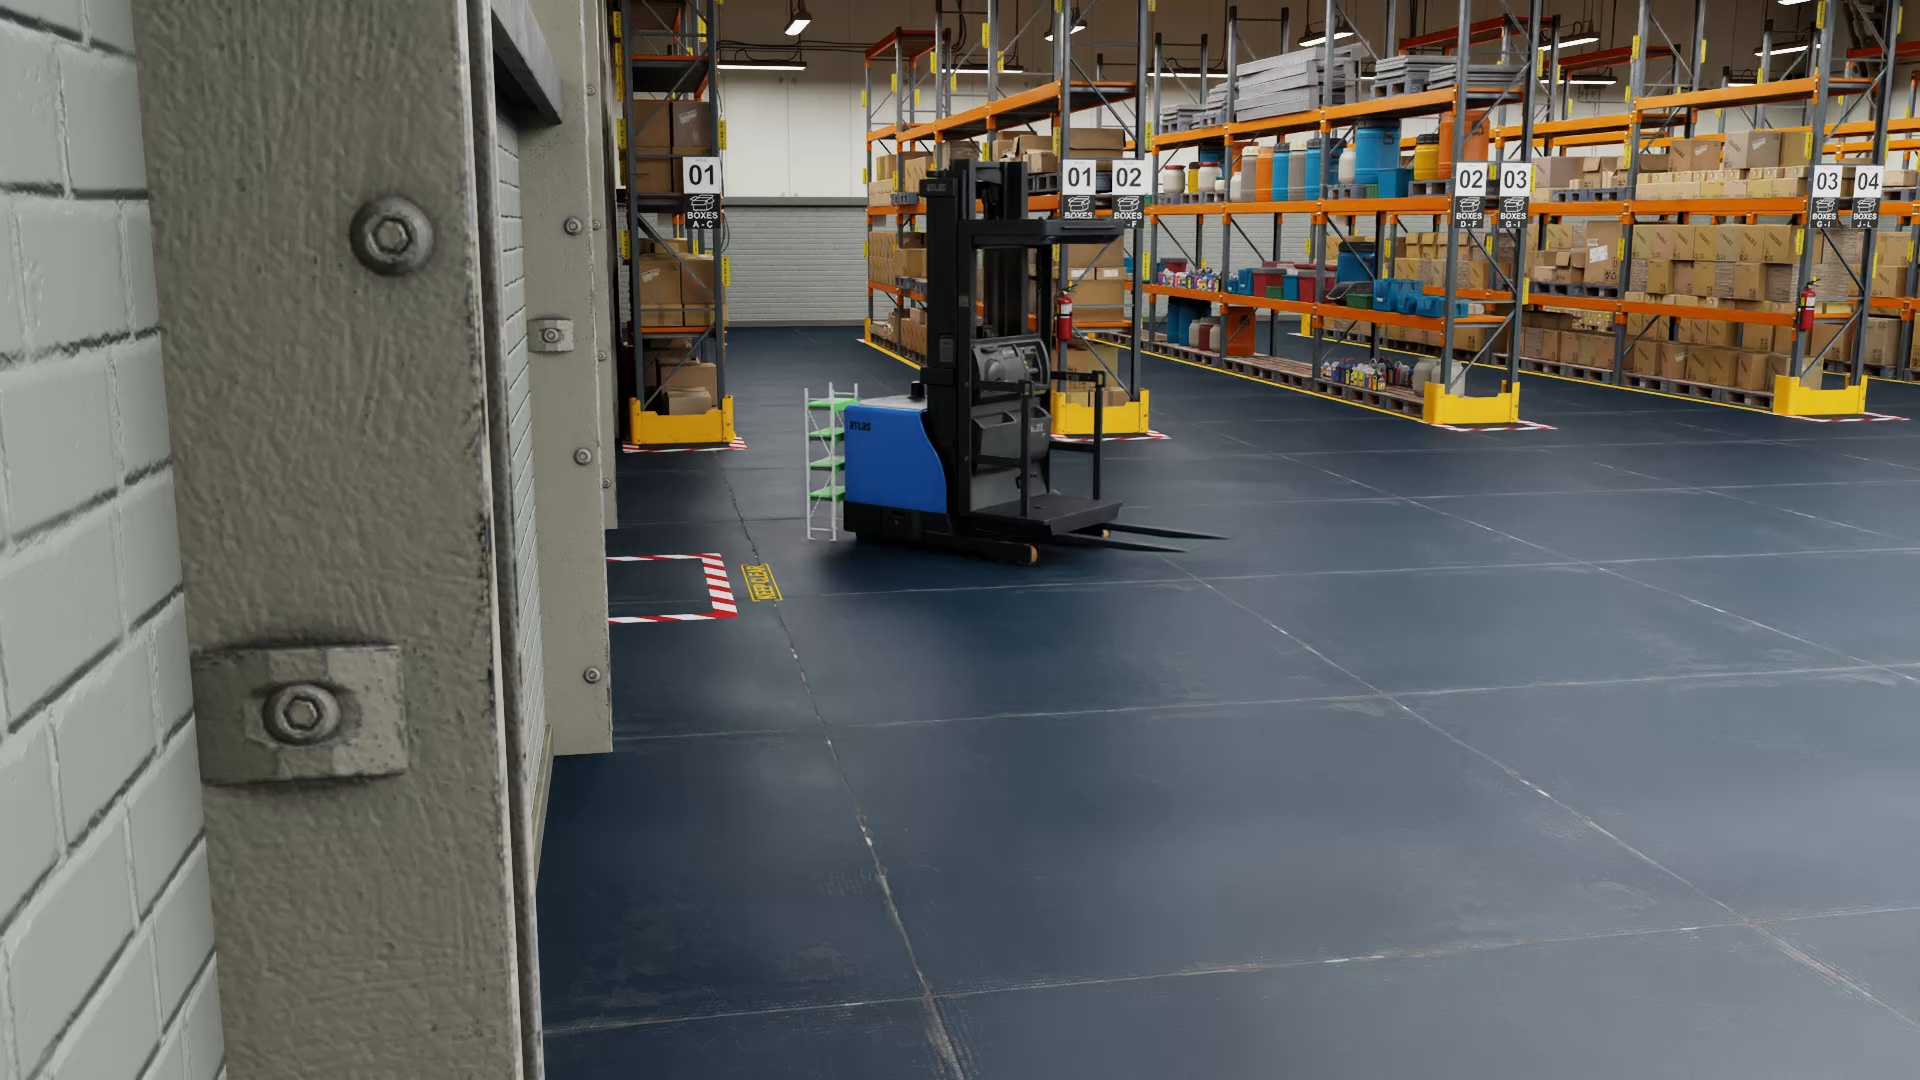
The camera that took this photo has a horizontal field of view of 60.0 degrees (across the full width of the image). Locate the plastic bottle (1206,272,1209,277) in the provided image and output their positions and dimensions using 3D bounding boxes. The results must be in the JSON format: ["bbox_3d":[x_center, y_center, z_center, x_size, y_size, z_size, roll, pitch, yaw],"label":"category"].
[{"bbox_3d":[4.636,-4.871,31.109,0.097,0.271,0.097,0,11,0],"label":"plastic bottle"}]

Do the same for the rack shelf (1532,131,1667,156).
[{"bbox_3d":[13.546,-8.463,35.525,1.077,0.370,4.000,-2,11,-11],"label":"rack shelf"}]

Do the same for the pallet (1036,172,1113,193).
[{"bbox_3d":[1.554,-4.342,20.202,1.003,0.211,1.213,-2,11,-11],"label":"pallet"}]

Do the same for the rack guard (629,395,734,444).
[{"bbox_3d":[-3.207,-1.387,19.145,1.175,0.500,0.348,-2,11,-11],"label":"rack guard"}]

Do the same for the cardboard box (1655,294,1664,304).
[{"bbox_3d":[10.522,-3.564,24.573,0.380,0.149,0.250,-2,11,-11],"label":"cardboard box"}]

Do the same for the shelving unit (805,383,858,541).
[{"bbox_3d":[-1.021,-0.635,13.321,0.258,1.200,0.503,4,11,18],"label":"shelving unit"}]

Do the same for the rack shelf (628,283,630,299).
[{"bbox_3d":[-5.915,-4.815,32.396,1.077,0.370,4.000,-2,11,-11],"label":"rack shelf"}]

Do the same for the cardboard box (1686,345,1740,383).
[{"bbox_3d":[10.961,-2.563,24.200,0.500,0.500,0.500,-3,11,-16],"label":"cardboard box"}]

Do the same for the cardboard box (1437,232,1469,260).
[{"bbox_3d":[9.441,-5.527,31.264,0.797,0.503,0.637,-2,11,-9],"label":"cardboard box"}]

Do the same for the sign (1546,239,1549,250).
[{"bbox_3d":[10.358,-5.160,29.398,0.100,0.325,0.005,-2,11,-11],"label":"sign"}]

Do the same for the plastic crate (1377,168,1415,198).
[{"bbox_3d":[5.859,-4.766,22.232,0.392,0.384,0.575,-2,11,-11],"label":"plastic crate"}]

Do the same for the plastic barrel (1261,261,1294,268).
[{"bbox_3d":[5.357,-4.421,28.038,0.600,0.536,0.708,-2,11,-11],"label":"plastic barrel"}]

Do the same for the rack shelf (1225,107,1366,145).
[{"bbox_3d":[5.358,-6.459,26.056,1.077,0.370,4.000,-2,11,-11],"label":"rack shelf"}]

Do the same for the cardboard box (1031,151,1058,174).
[{"bbox_3d":[1.183,-4.658,20.529,0.500,0.250,0.500,-2,11,-11],"label":"cardboard box"}]

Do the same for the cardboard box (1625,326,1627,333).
[{"bbox_3d":[14.127,-4.437,34.987,0.380,0.149,0.250,-2,11,-9],"label":"cardboard box"}]

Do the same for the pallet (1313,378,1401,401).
[{"bbox_3d":[5.837,-2.200,24.191,1.003,0.211,1.213,-2,11,-11],"label":"pallet"}]

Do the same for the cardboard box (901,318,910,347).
[{"bbox_3d":[-0.813,-3.873,31.031,0.500,0.500,0.500,-3,11,-14],"label":"cardboard box"}]

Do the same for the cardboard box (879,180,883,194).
[{"bbox_3d":[-1.314,-6.983,32.902,0.500,0.250,0.500,-2,11,-11],"label":"cardboard box"}]

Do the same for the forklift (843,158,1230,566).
[{"bbox_3d":[0.558,-1.359,12.496,3.031,2.935,1.130,8,13,36],"label":"forklift"}]

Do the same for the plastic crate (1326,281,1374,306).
[{"bbox_3d":[5.724,-3.564,24.063,0.767,0.338,0.504,-2,11,-11],"label":"plastic crate"}]

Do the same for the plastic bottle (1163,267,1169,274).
[{"bbox_3d":[3.950,-5.054,31.859,0.144,0.351,0.185,-2,11,-11],"label":"plastic bottle"}]

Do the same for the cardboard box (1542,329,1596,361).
[{"bbox_3d":[10.215,-3.269,27.860,0.700,0.500,0.500,-1,11,-6],"label":"cardboard box"}]

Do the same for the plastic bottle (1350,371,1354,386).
[{"bbox_3d":[5.566,-2.286,23.490,0.097,0.201,0.097,0,11,0],"label":"plastic bottle"}]

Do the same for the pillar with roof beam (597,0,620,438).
[{"bbox_3d":[0.046,-5.801,19.609,9.100,9.000,0.400,-2,11,-11],"label":"pillar with roof beam"}]

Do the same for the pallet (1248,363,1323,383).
[{"bbox_3d":[5.316,-2.692,26.774,1.003,0.211,1.213,-2,11,-11],"label":"pallet"}]

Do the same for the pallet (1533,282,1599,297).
[{"bbox_3d":[10.253,-4.153,27.505,1.003,0.211,1.213,-2,11,-11],"label":"pallet"}]

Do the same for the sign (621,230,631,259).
[{"bbox_3d":[-3.741,-3.308,18.614,0.100,0.325,0.005,-2,11,-11],"label":"sign"}]

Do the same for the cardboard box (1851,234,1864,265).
[{"bbox_3d":[15.188,-4.855,27.739,0.700,0.500,0.500,-2,11,-11],"label":"cardboard box"}]

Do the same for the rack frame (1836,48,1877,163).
[{"bbox_3d":[18.771,-8.649,34.573,1.000,3.000,0.127,-2,11,-11],"label":"rack frame"}]

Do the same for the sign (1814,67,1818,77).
[{"bbox_3d":[15.256,-8.275,29.683,0.100,0.325,0.005,-2,11,-11],"label":"sign"}]

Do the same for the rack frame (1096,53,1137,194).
[{"bbox_3d":[3.414,-8.843,35.588,1.000,3.000,0.127,-2,11,-11],"label":"rack frame"}]

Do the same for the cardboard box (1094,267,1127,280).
[{"bbox_3d":[1.801,-3.229,20.138,0.380,0.149,0.250,-2,11,-11],"label":"cardboard box"}]

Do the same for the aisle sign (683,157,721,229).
[{"bbox_3d":[-2.884,-3.876,18.583,0.394,0.787,0.004,-2,11,-11],"label":"aisle sign"}]

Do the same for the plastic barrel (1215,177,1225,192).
[{"bbox_3d":[4.617,-6.231,29.138,0.301,0.262,0.301,0,11,0],"label":"plastic barrel"}]

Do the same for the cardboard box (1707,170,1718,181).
[{"bbox_3d":[10.741,-5.116,23.365,0.380,0.149,0.250,-2,11,-10],"label":"cardboard box"}]

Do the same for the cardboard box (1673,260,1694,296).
[{"bbox_3d":[10.891,-3.804,24.098,0.875,0.500,0.500,-2,11,-11],"label":"cardboard box"}]

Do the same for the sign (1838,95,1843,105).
[{"bbox_3d":[18.221,-9.170,34.389,0.100,0.325,0.005,-2,11,-11],"label":"sign"}]

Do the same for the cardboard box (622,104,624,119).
[{"bbox_3d":[-3.650,-4.794,19.342,0.500,0.500,0.500,-1,11,-7],"label":"cardboard box"}]

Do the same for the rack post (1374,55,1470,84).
[{"bbox_3d":[6.118,-6.225,22.038,0.937,0.300,0.954,-2,11,-12],"label":"rack post"}]

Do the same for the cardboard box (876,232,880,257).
[{"bbox_3d":[-1.417,-5.978,33.640,0.500,0.500,0.500,-2,11,-10],"label":"cardboard box"}]

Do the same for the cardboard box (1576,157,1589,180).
[{"bbox_3d":[10.358,-6.113,27.666,0.500,0.500,0.500,-2,11,-10],"label":"cardboard box"}]

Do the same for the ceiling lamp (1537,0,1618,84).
[{"bbox_3d":[15.092,-12.655,40.005,2.000,3.185,0.800,-2,11,-11],"label":"ceiling lamp"}]

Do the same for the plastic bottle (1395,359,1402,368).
[{"bbox_3d":[6.256,-2.407,23.730,0.144,0.351,0.185,-2,11,-11],"label":"plastic bottle"}]

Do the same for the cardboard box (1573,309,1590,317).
[{"bbox_3d":[13.349,-4.845,35.541,0.380,0.149,0.250,-3,11,-14],"label":"cardboard box"}]

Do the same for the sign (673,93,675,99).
[{"bbox_3d":[-5.769,-8.997,33.690,0.100,0.325,0.005,-2,11,-11],"label":"sign"}]

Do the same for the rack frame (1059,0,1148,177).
[{"bbox_3d":[1.666,-5.729,19.227,1.000,3.000,0.127,-2,11,-11],"label":"rack frame"}]

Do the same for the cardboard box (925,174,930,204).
[{"bbox_3d":[-0.107,-5.944,28.113,0.910,0.500,0.500,-2,11,-11],"label":"cardboard box"}]

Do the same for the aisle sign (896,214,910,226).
[{"bbox_3d":[-1.159,-7.017,35.087,0.394,0.787,0.004,-2,11,-11],"label":"aisle sign"}]

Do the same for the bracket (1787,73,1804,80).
[{"bbox_3d":[22.331,-12.358,44.429,0.235,0.232,0.430,-2,11,-11],"label":"bracket"}]

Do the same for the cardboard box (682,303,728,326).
[{"bbox_3d":[-2.976,-2.638,19.381,0.500,0.250,0.500,-2,11,-13],"label":"cardboard box"}]

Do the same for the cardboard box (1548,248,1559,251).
[{"bbox_3d":[13.185,-6.153,36.438,0.500,0.500,0.500,-2,11,-10],"label":"cardboard box"}]

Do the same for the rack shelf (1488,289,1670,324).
[{"bbox_3d":[10.217,-3.888,27.526,1.077,0.370,4.000,-2,11,-11],"label":"rack shelf"}]
